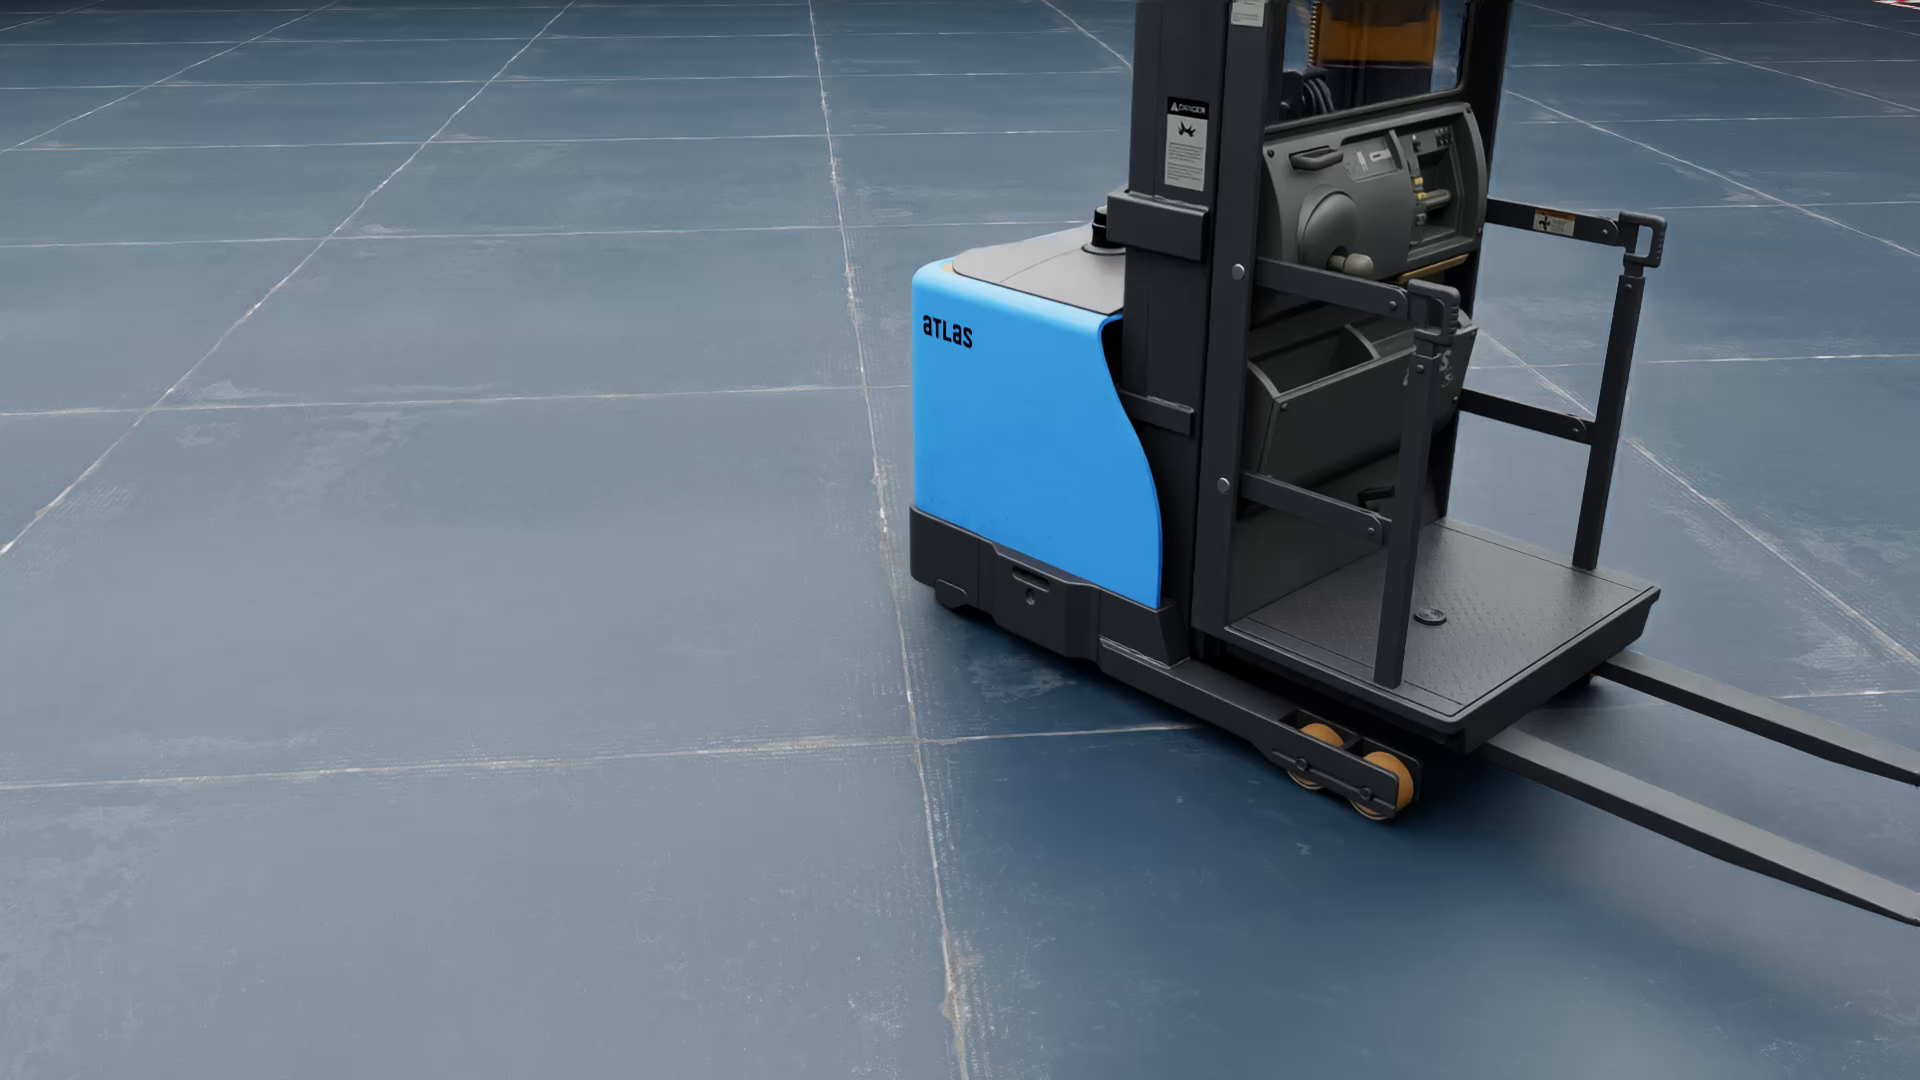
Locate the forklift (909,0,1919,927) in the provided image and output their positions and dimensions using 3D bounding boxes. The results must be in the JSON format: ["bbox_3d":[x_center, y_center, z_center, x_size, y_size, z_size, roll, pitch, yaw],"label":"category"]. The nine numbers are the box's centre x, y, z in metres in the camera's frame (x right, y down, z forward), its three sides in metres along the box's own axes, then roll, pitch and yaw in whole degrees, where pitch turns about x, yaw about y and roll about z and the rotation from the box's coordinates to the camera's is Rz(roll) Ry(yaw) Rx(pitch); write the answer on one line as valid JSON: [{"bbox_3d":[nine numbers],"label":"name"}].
[{"bbox_3d":[1.220,-0.874,4.108,1.130,2.935,3.031,-21,32,-39],"label":"forklift"}]
